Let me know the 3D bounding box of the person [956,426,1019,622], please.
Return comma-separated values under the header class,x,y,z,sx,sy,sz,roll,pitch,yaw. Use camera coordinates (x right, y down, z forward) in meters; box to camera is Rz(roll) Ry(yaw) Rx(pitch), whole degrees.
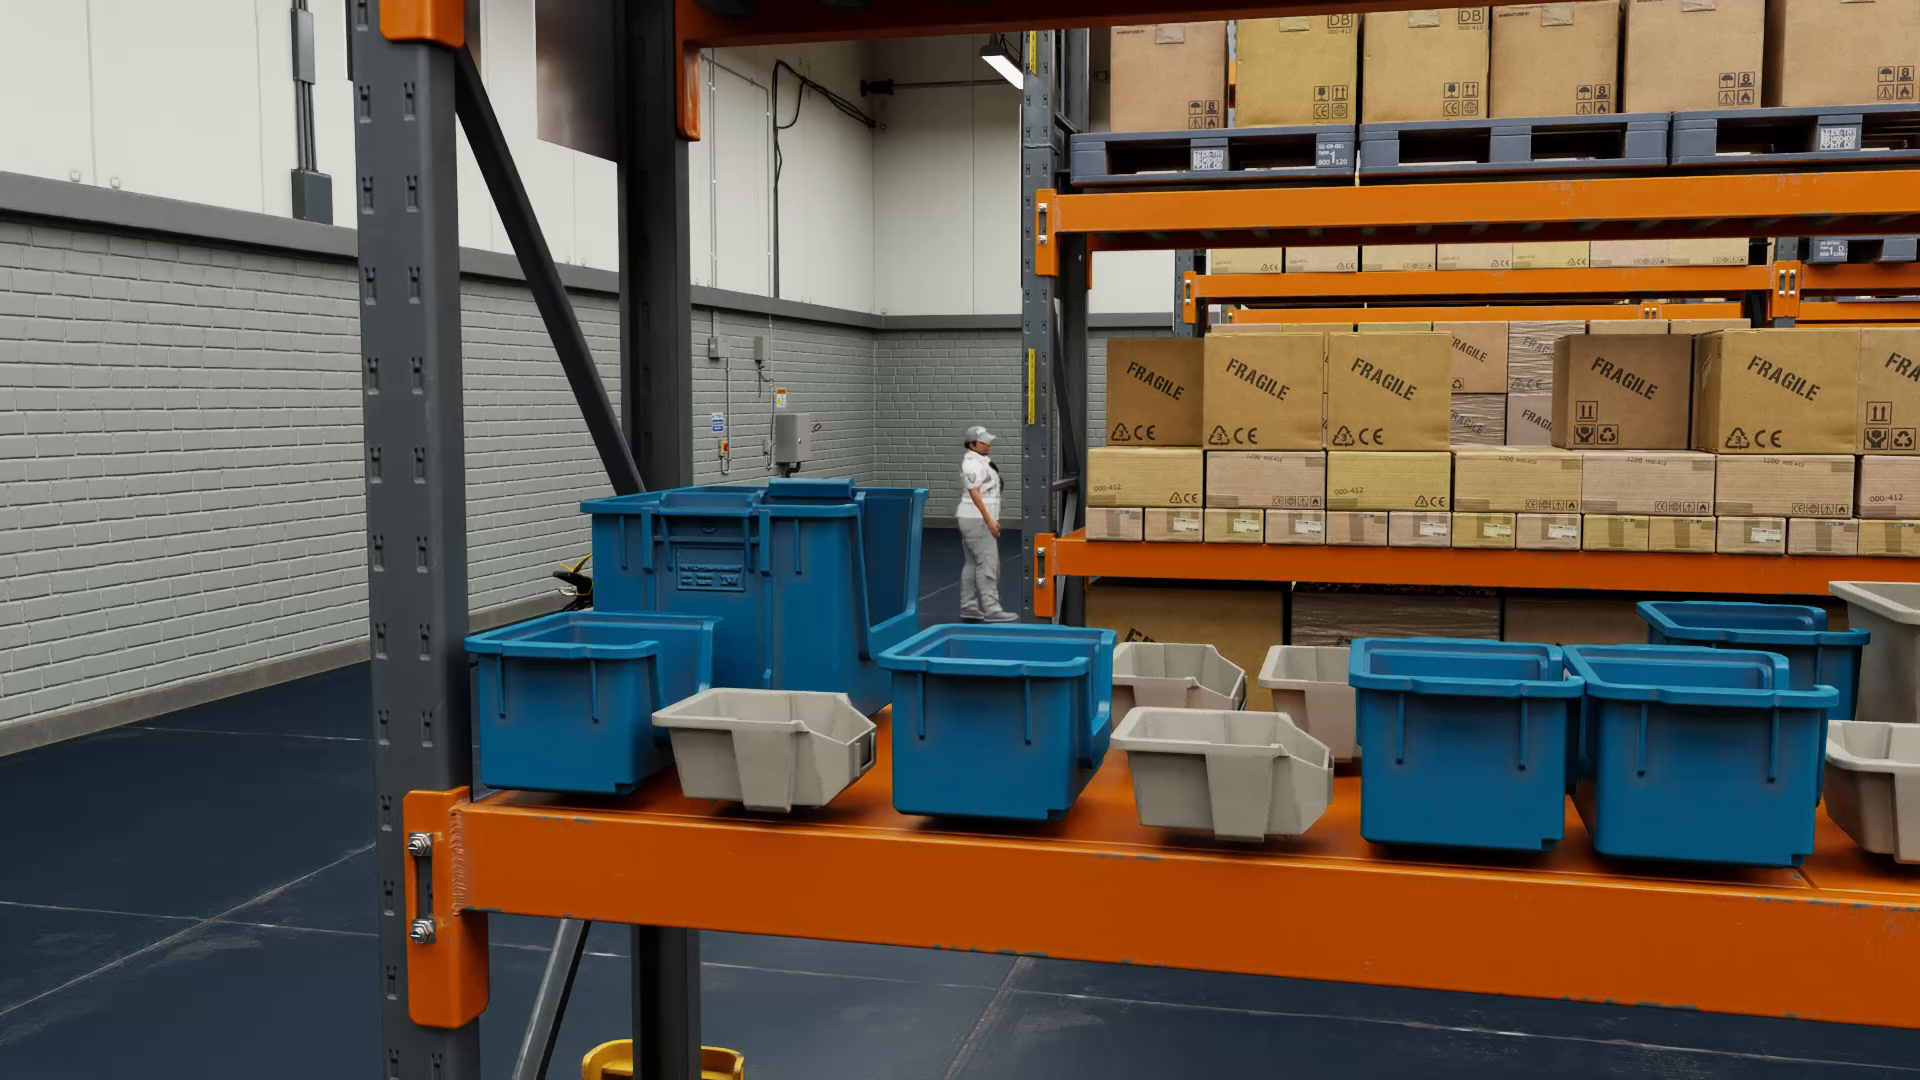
class,x,y,z,sx,sy,sz,roll,pitch,yaw
person,0.234,-0.136,14.127,0.534,1.670,0.520,0,5,2
